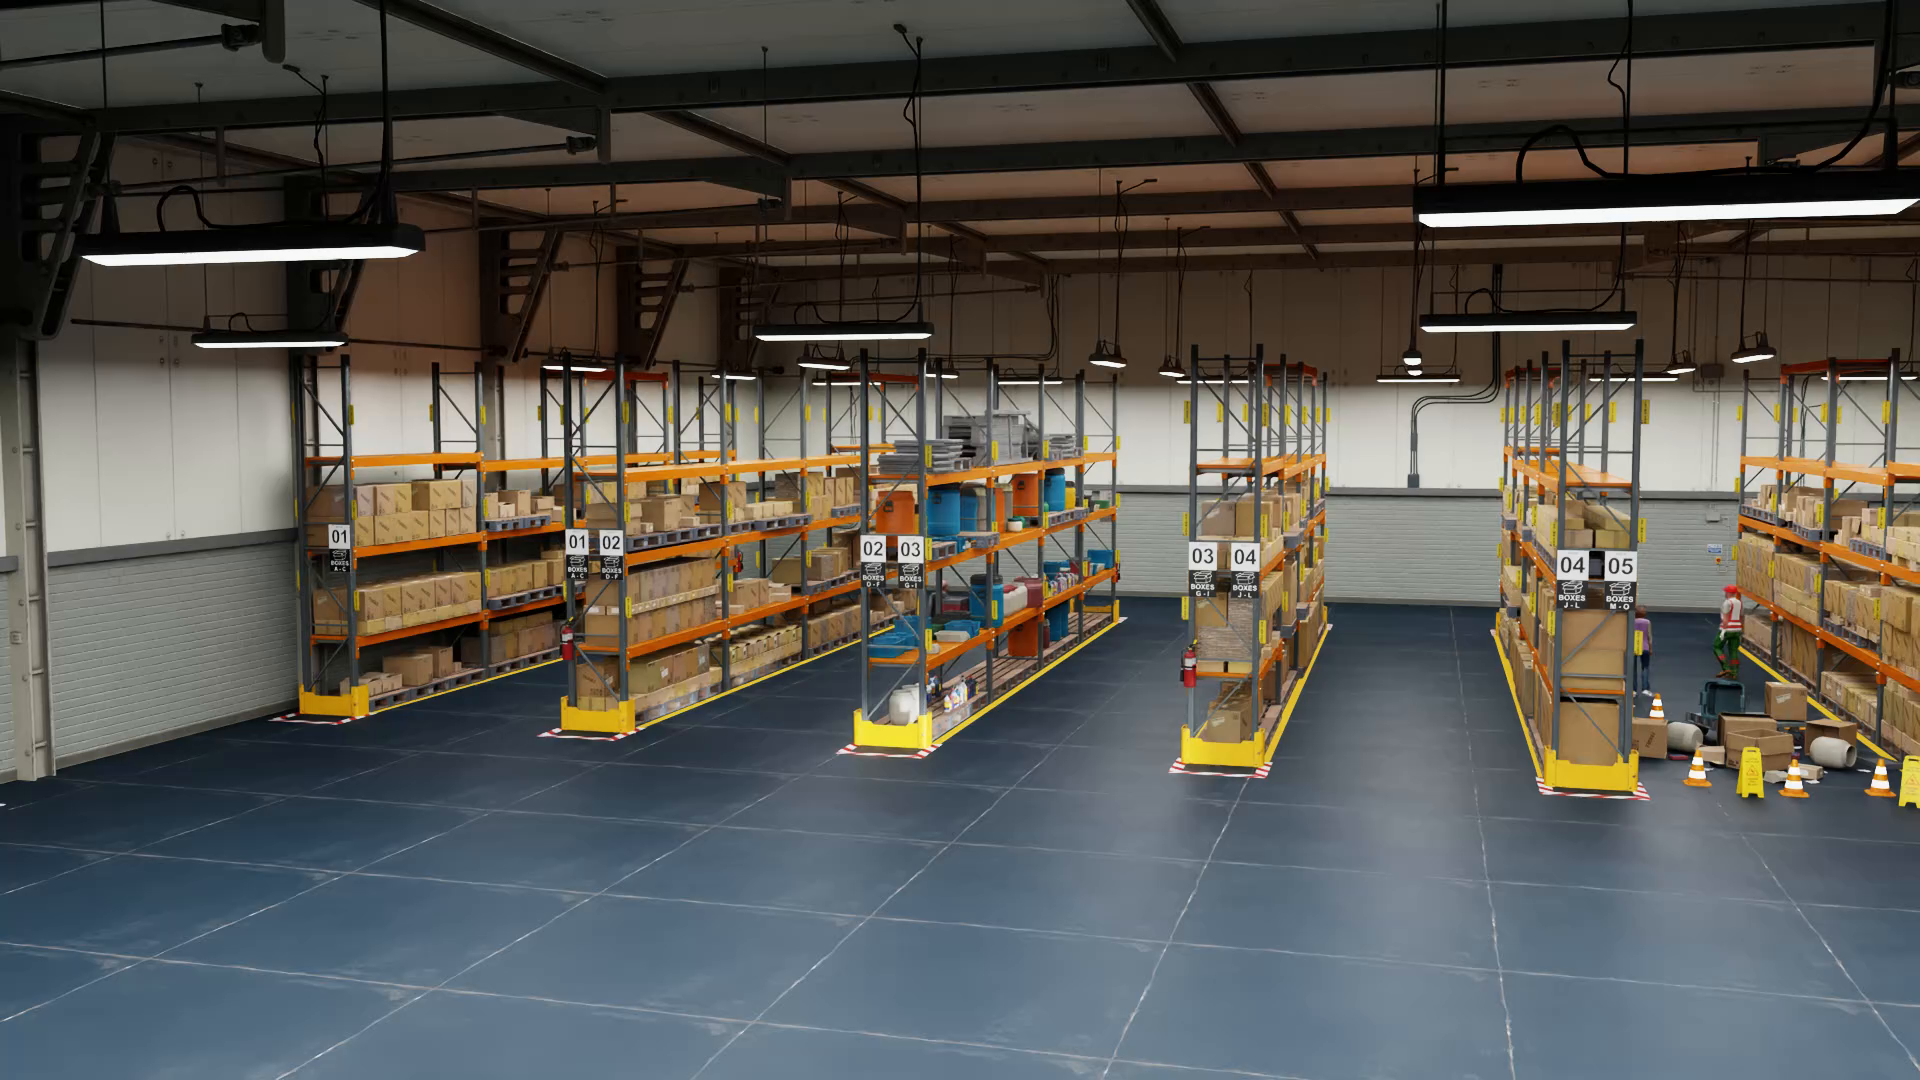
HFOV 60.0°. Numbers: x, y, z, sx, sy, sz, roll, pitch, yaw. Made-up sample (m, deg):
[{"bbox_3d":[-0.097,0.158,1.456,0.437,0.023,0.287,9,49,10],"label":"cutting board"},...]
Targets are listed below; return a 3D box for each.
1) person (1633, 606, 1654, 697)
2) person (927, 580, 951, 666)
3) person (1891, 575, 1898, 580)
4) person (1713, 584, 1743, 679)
[{"bbox_3d":[12.145,1.993,29.677,0.484,1.610,0.406,1,5,19],"label":"person"},{"bbox_3d":[-0.404,1.656,33.105,0.640,1.720,0.464,2,5,25],"label":"person"},{"bbox_3d":[19.200,1.579,34.135,0.595,1.722,0.517,3,5,36],"label":"person"},{"bbox_3d":[14.640,1.734,31.597,0.547,1.778,0.436,-1,4,-17],"label":"person"}]
